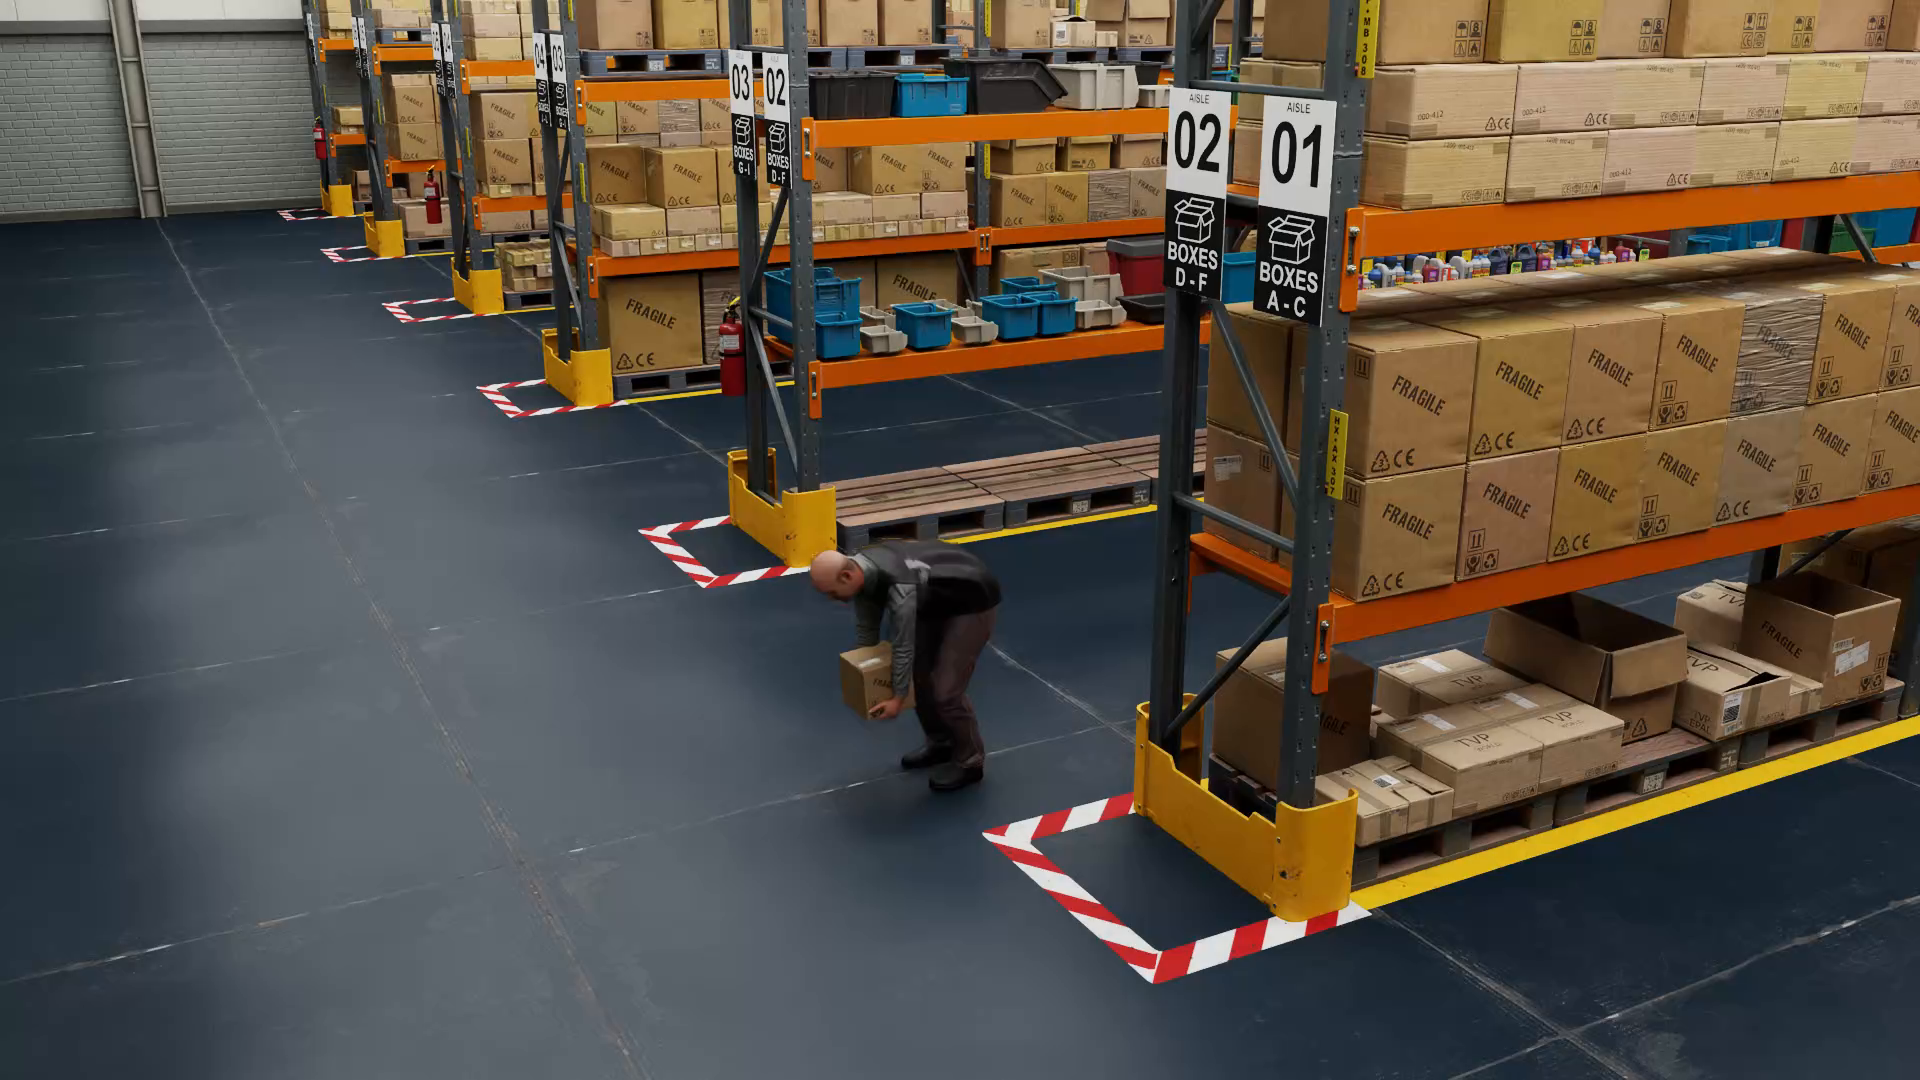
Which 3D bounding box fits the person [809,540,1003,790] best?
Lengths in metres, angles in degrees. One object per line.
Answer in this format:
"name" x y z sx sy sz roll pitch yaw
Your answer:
"person" -0.256 0.577 7.688 0.936 1.201 0.457 -11 21 -30
